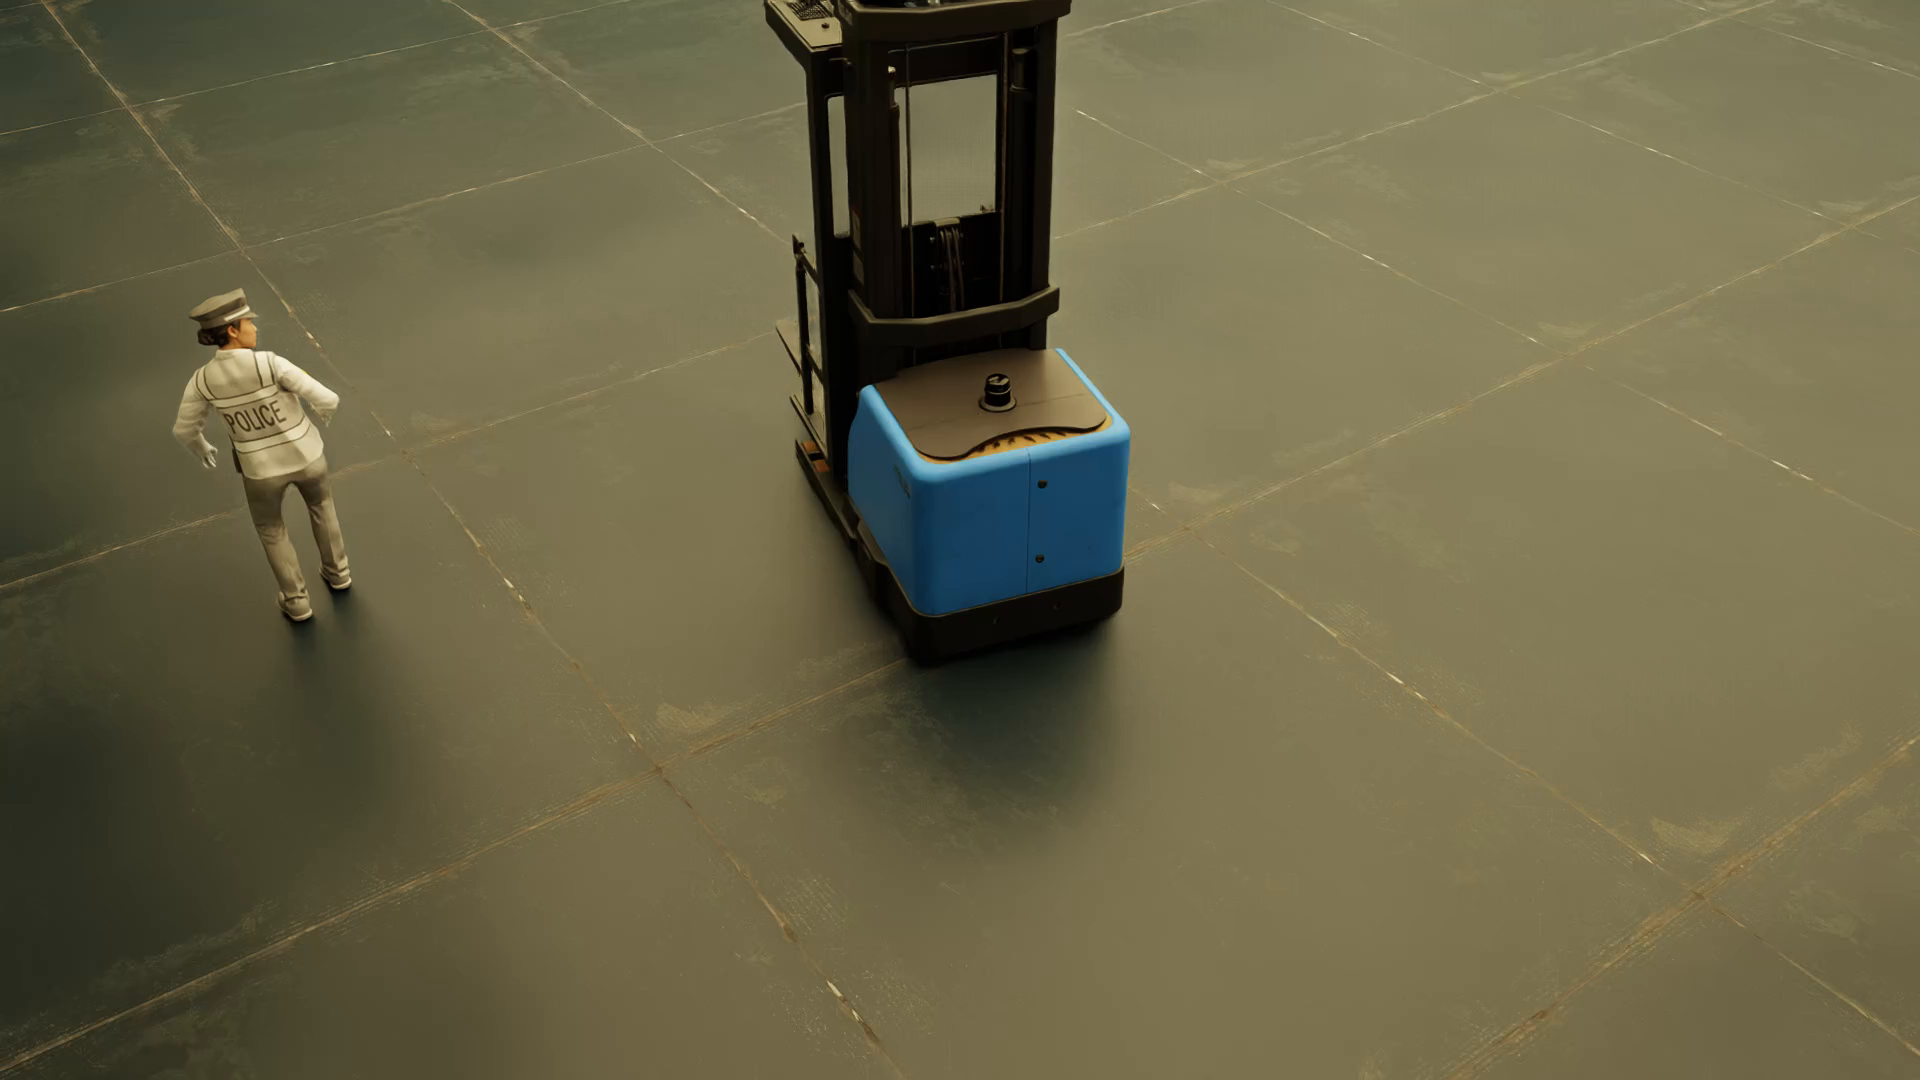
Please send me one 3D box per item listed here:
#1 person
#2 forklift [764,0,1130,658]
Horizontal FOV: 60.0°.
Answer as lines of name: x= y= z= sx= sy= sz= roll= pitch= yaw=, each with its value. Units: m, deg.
person: x=-3.142 y=-0.378 z=7.570 sx=0.712 sy=1.632 sz=0.481 roll=-13 pitch=39 yaw=-17
forklift: x=-0.234 y=-1.518 z=7.998 sx=1.130 sy=2.935 sz=3.031 roll=-13 pitch=38 yaw=-17
